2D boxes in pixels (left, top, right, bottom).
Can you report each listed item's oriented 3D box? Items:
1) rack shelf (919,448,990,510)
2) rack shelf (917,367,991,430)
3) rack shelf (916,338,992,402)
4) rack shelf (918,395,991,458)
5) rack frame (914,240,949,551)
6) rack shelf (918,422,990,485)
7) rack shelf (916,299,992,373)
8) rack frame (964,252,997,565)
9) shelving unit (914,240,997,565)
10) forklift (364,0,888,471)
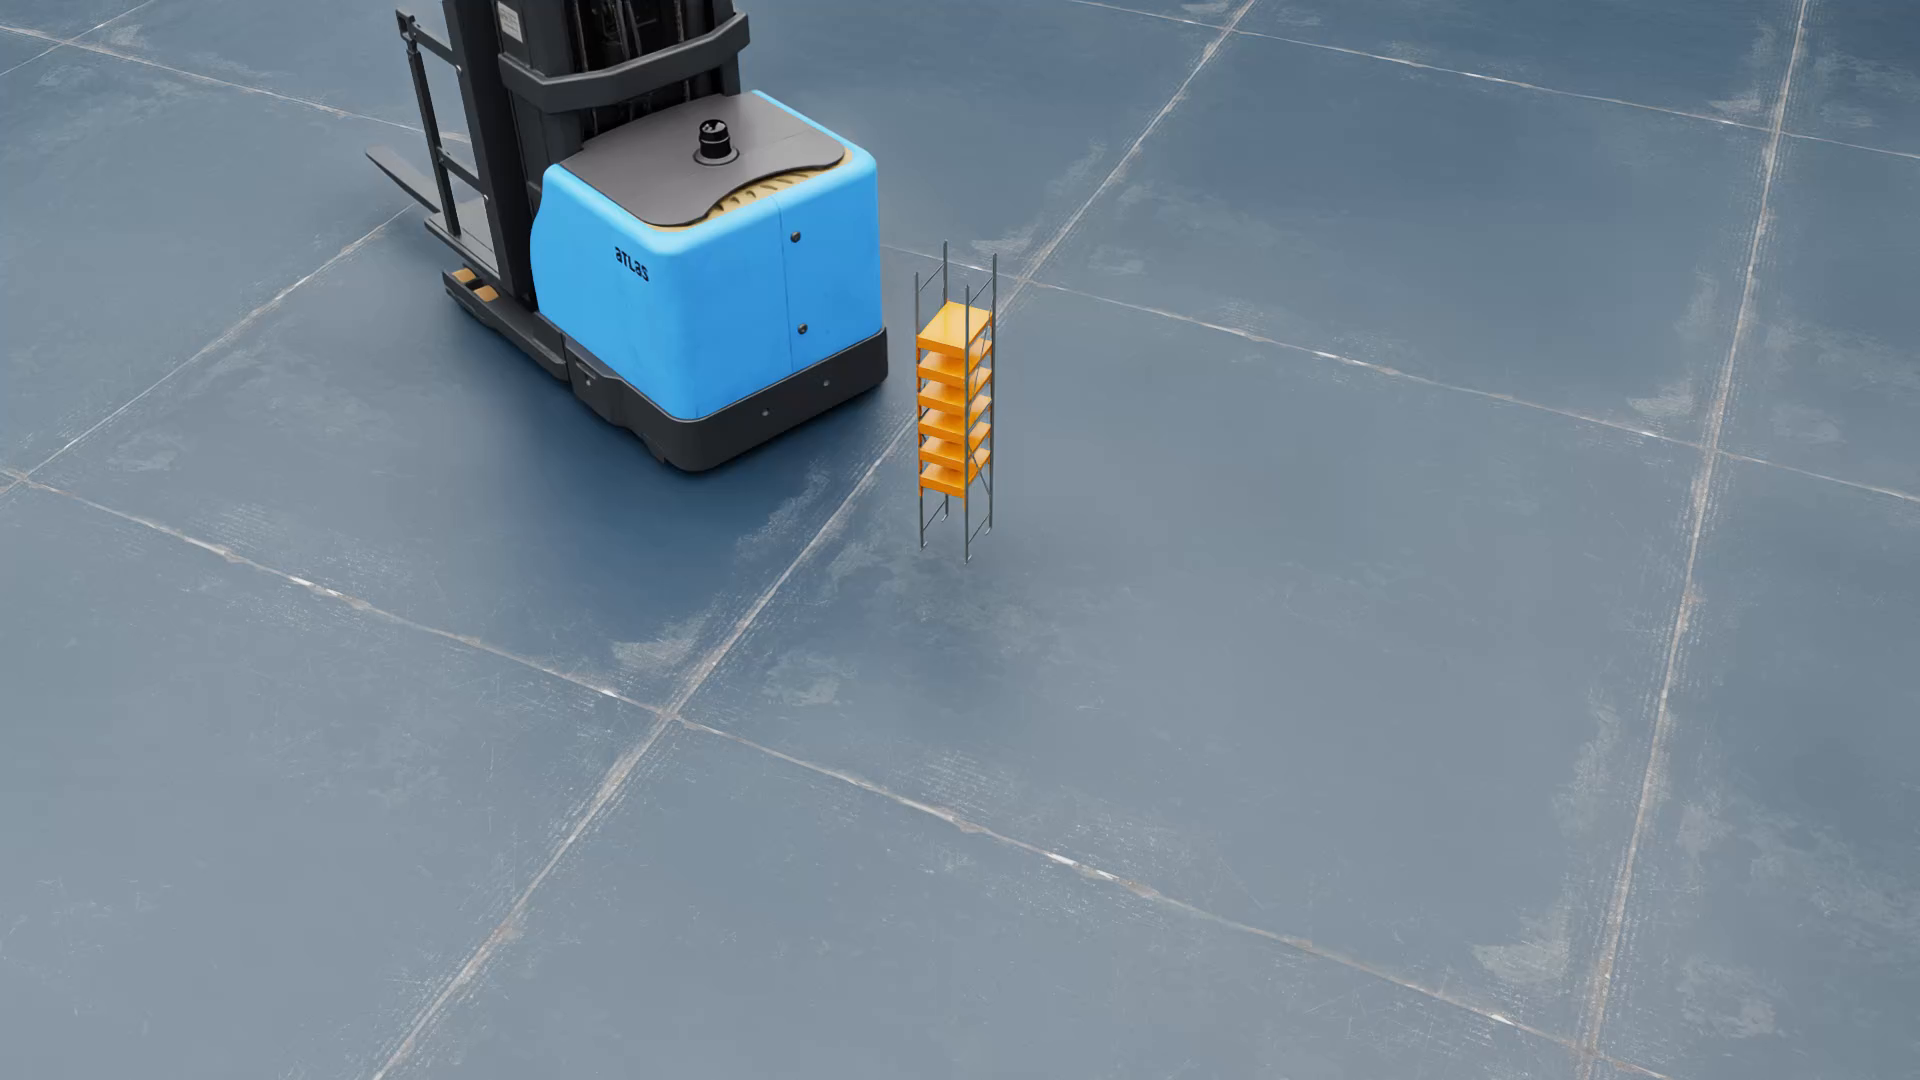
[{"bbox_3d":[-0.013,-0.242,6.048,0.180,0.103,0.258,17,44,19],"label":"rack shelf"},{"bbox_3d":[-0.013,-0.514,5.812,0.180,0.103,0.258,17,44,19],"label":"rack shelf"},{"bbox_3d":[-0.013,-0.605,5.734,0.180,0.103,0.258,17,44,19],"label":"rack shelf"},{"bbox_3d":[-0.013,-0.424,5.891,0.180,0.103,0.258,17,44,19],"label":"rack shelf"},{"bbox_3d":[-0.096,-0.483,5.891,0.006,1.200,0.240,17,44,19],"label":"rack frame"},{"bbox_3d":[-0.013,-0.333,5.969,0.180,0.103,0.258,17,44,19],"label":"rack shelf"},{"bbox_3d":[-0.013,-0.696,5.655,0.180,0.103,0.258,17,44,19],"label":"rack shelf"},{"bbox_3d":[0.070,-0.432,5.832,0.006,1.200,0.240,17,44,19],"label":"rack frame"},{"bbox_3d":[-0.013,-0.457,5.862,0.189,1.200,0.258,17,44,19],"label":"shelving unit"},{"bbox_3d":[-1.655,-2.259,6.618,1.130,2.935,3.031,-30,49,-30],"label":"forklift"}]
